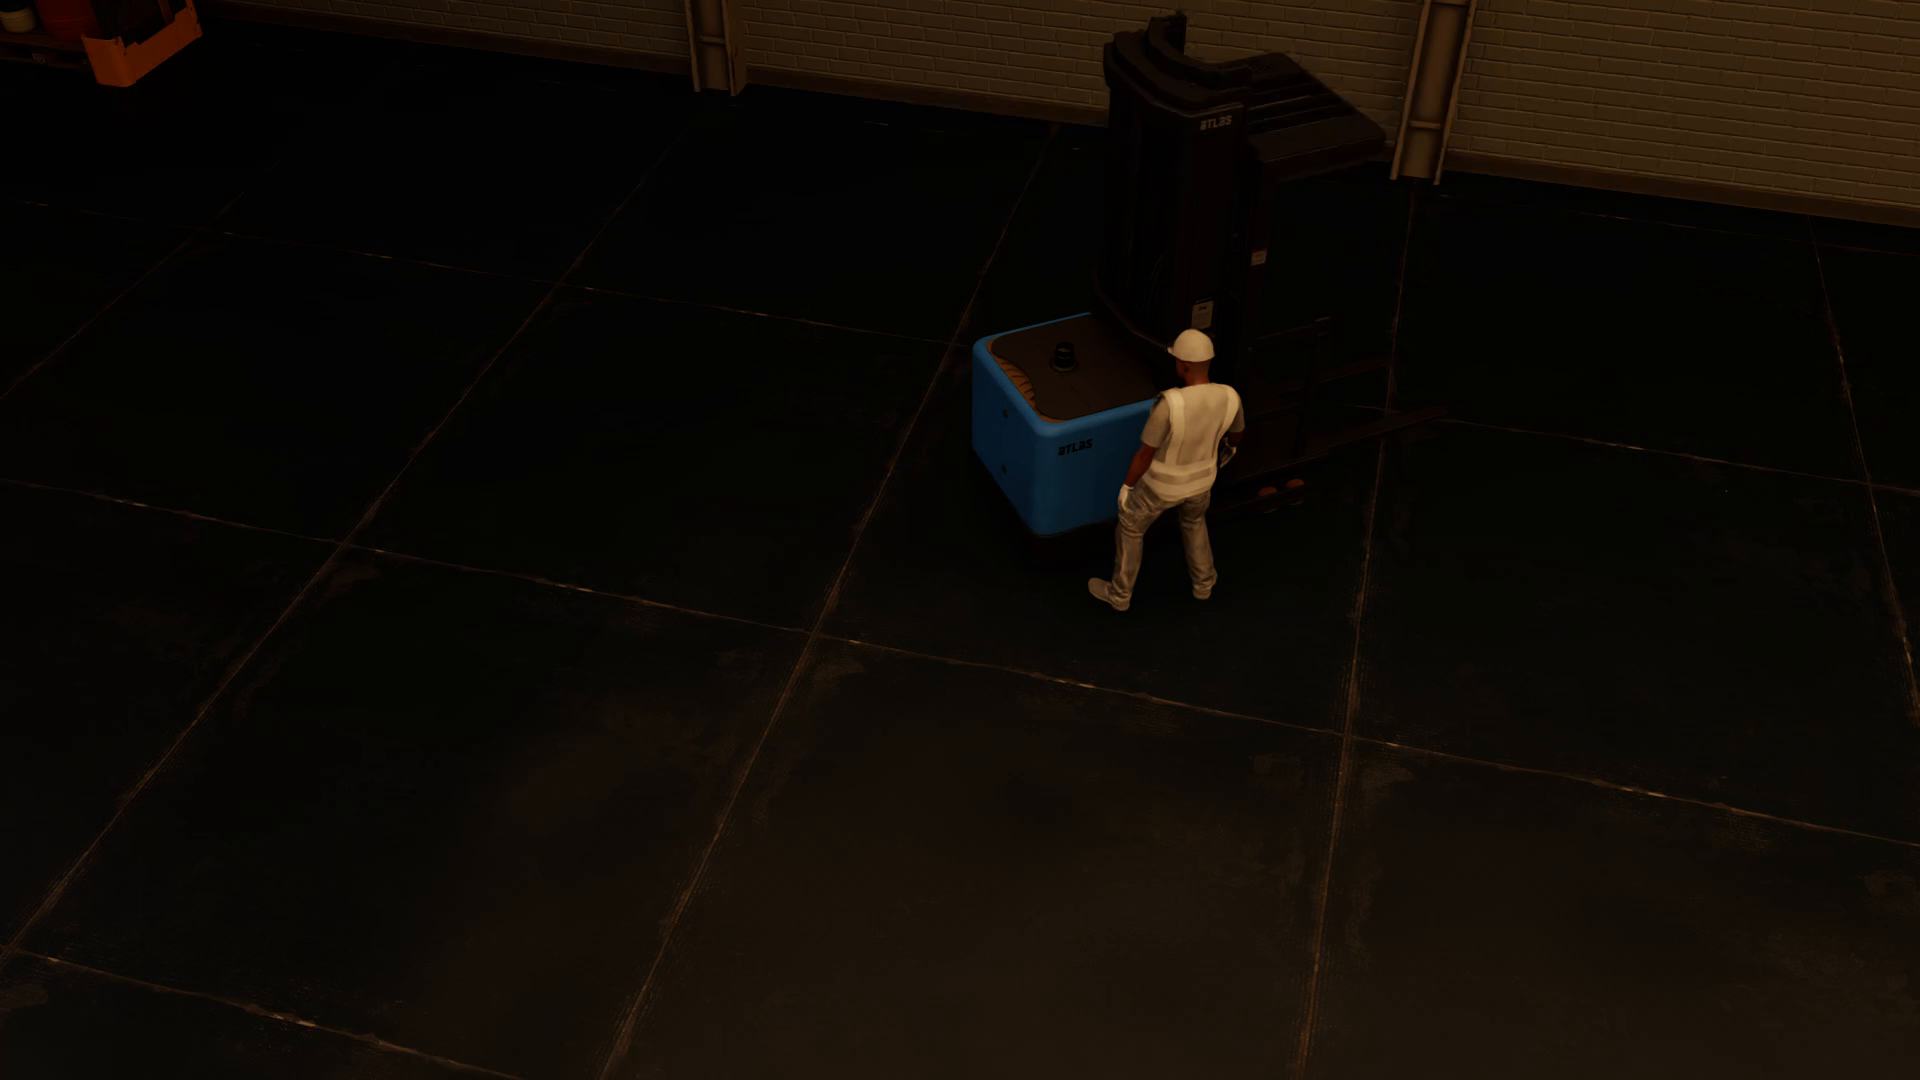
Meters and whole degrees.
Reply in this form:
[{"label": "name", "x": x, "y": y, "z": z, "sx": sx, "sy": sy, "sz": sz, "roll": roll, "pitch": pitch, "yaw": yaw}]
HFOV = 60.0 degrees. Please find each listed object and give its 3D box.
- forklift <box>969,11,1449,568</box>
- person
[{"label": "forklift", "x": 1.624, "y": -1.572, "z": 9.655, "sx": 3.031, "sy": 2.935, "sz": 1.130, "roll": -16, "pitch": 44, "yaw": -17}, {"label": "person", "x": 1.206, "y": -0.383, "z": 9.202, "sx": 0.876, "sy": 1.744, "sz": 0.423, "roll": -18, "pitch": 44, "yaw": -19}]
